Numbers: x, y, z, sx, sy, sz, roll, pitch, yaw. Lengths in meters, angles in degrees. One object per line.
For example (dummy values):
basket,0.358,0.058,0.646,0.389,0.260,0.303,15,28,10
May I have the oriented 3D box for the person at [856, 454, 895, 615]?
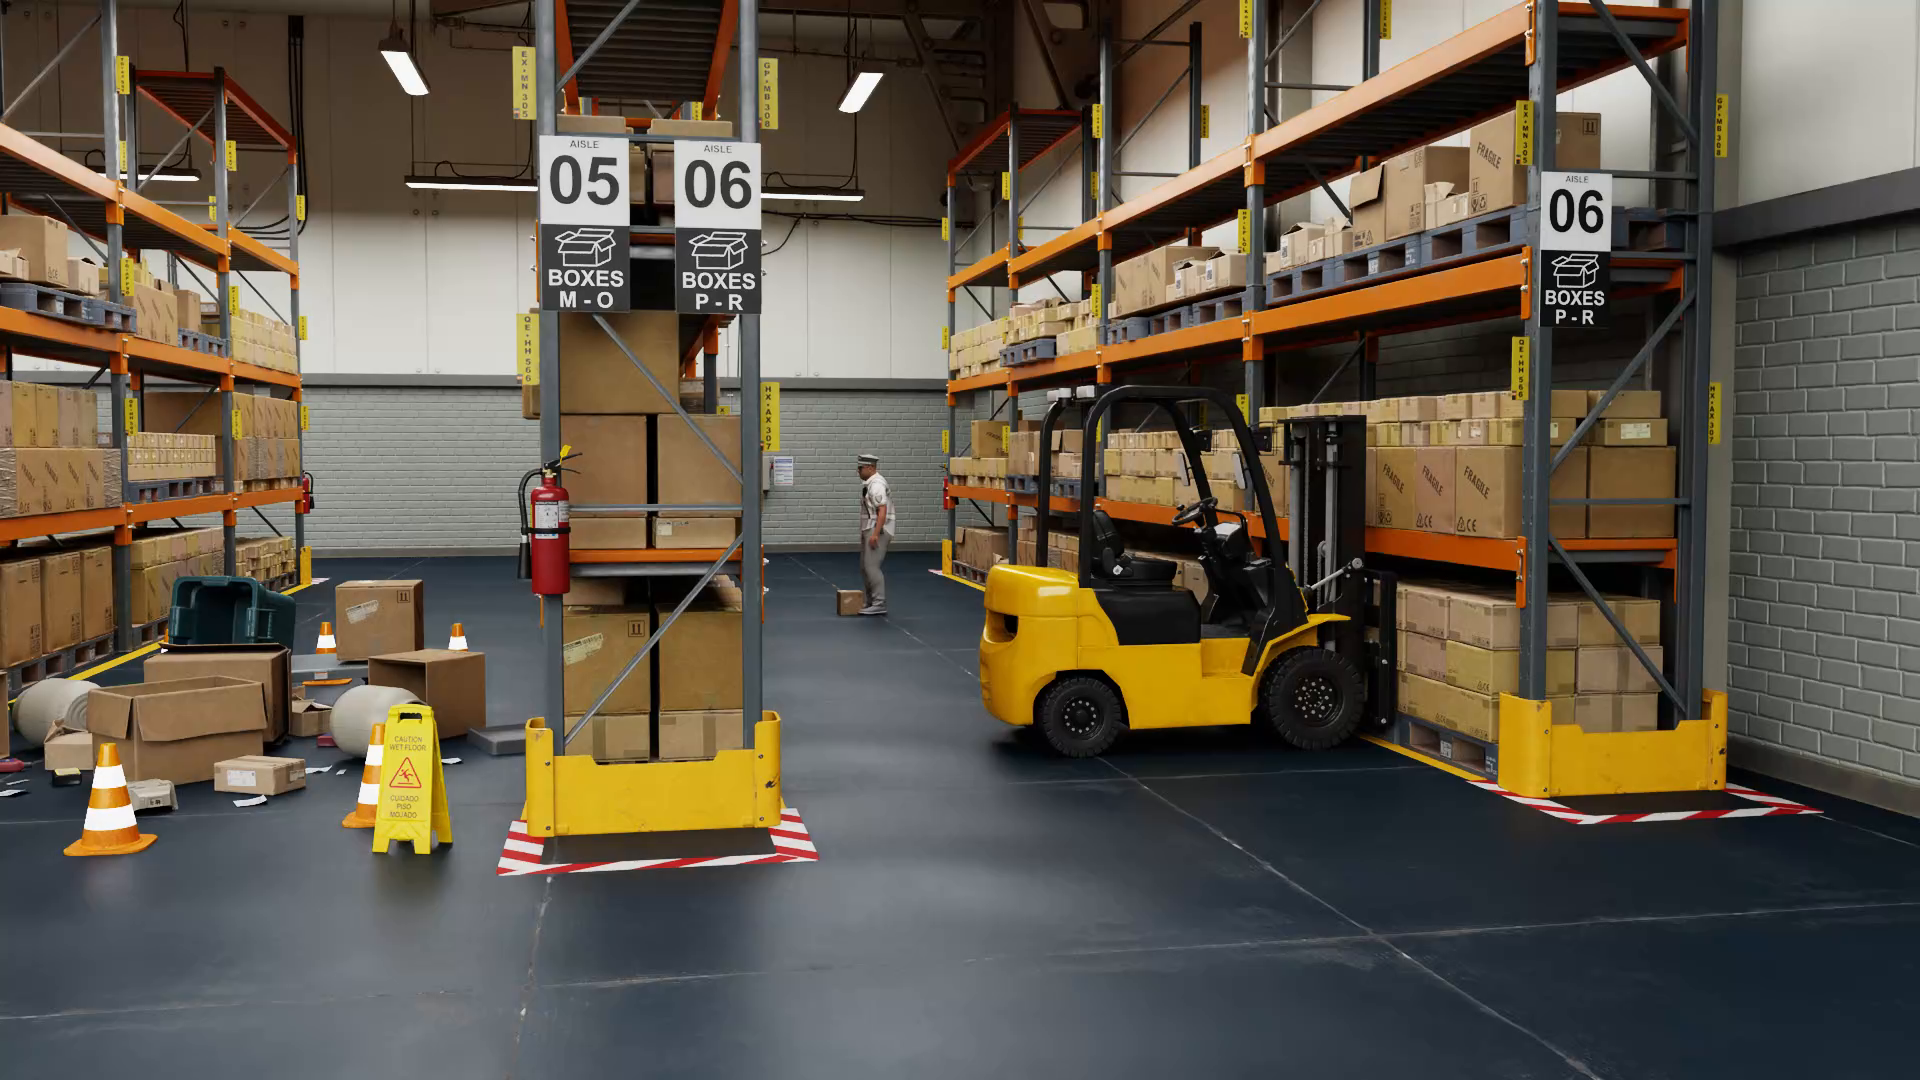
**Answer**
person,-0.940,-0.066,18.281,0.430,1.749,0.606,-1,3,-15
